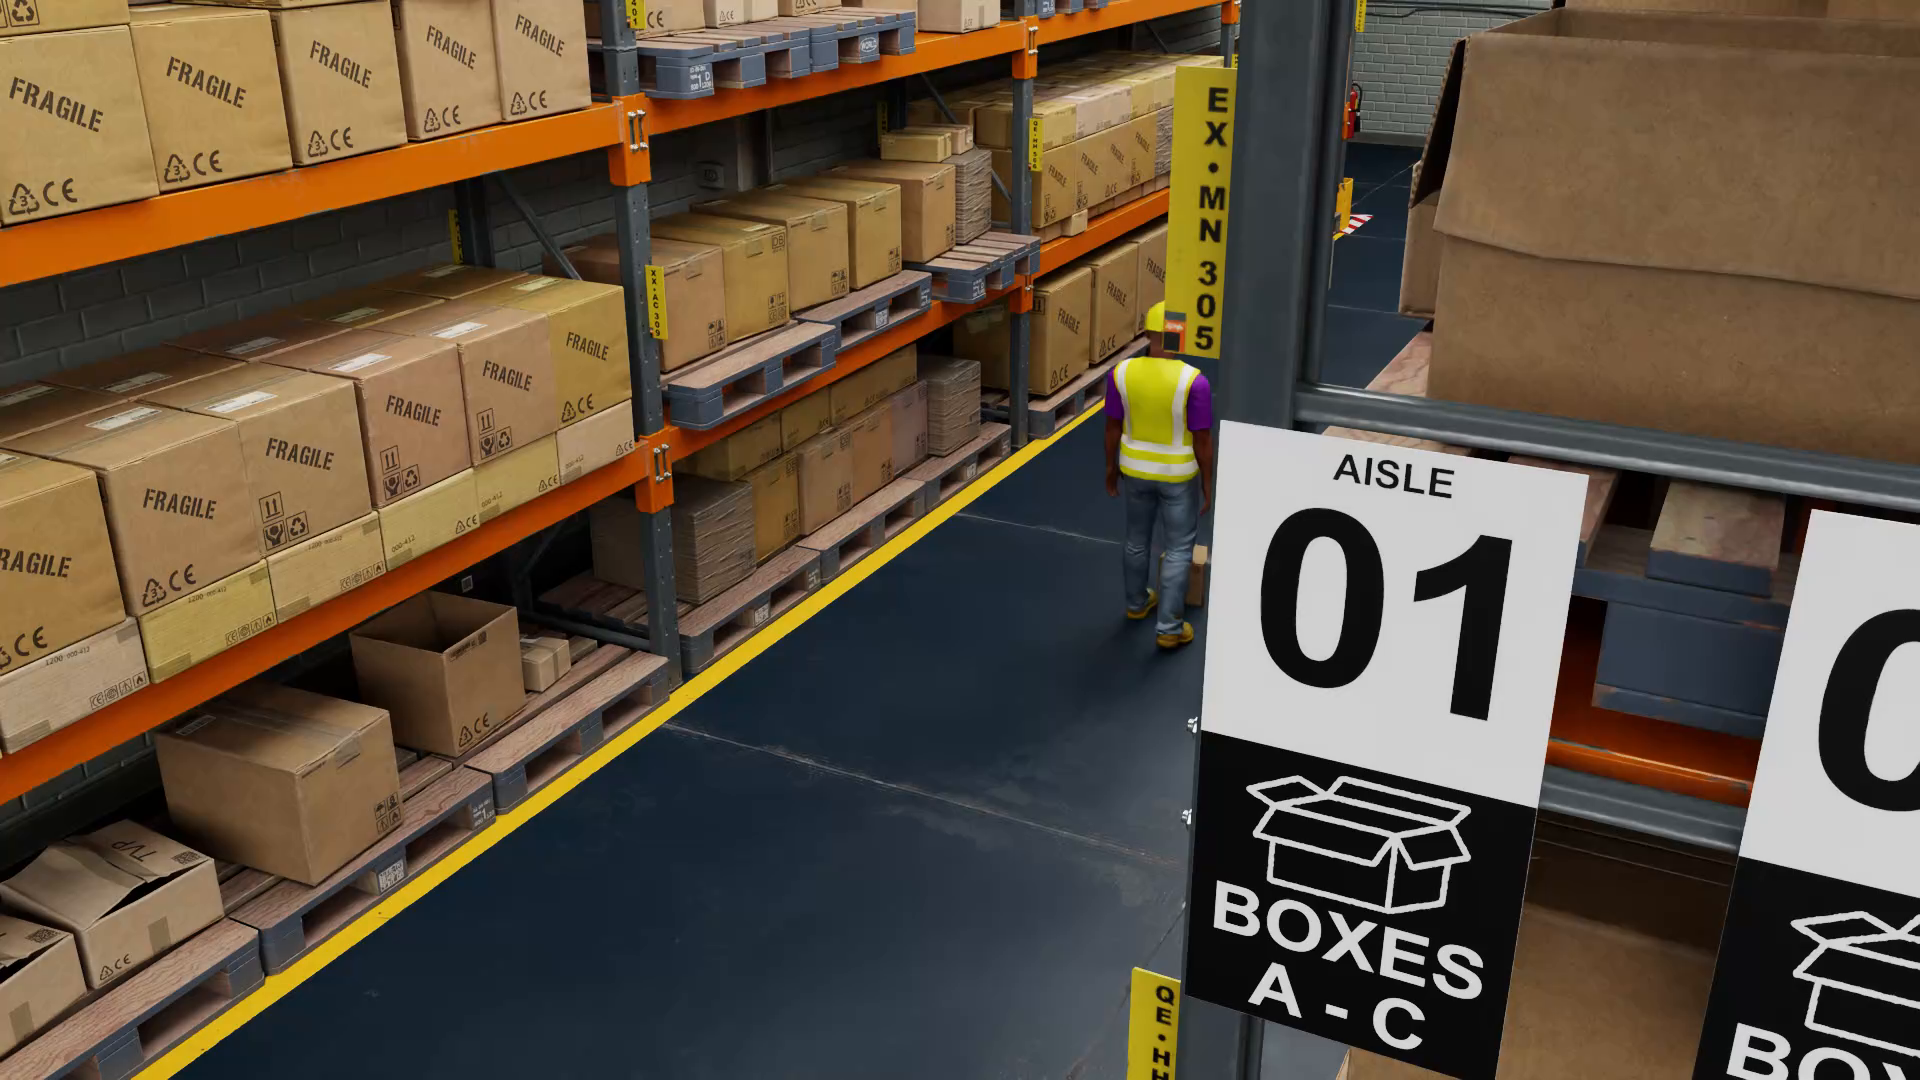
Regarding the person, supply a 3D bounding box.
[{"bbox_3d":[1.034,-0.365,8.433,0.576,1.768,0.620,11,25,25],"label":"person"}]
